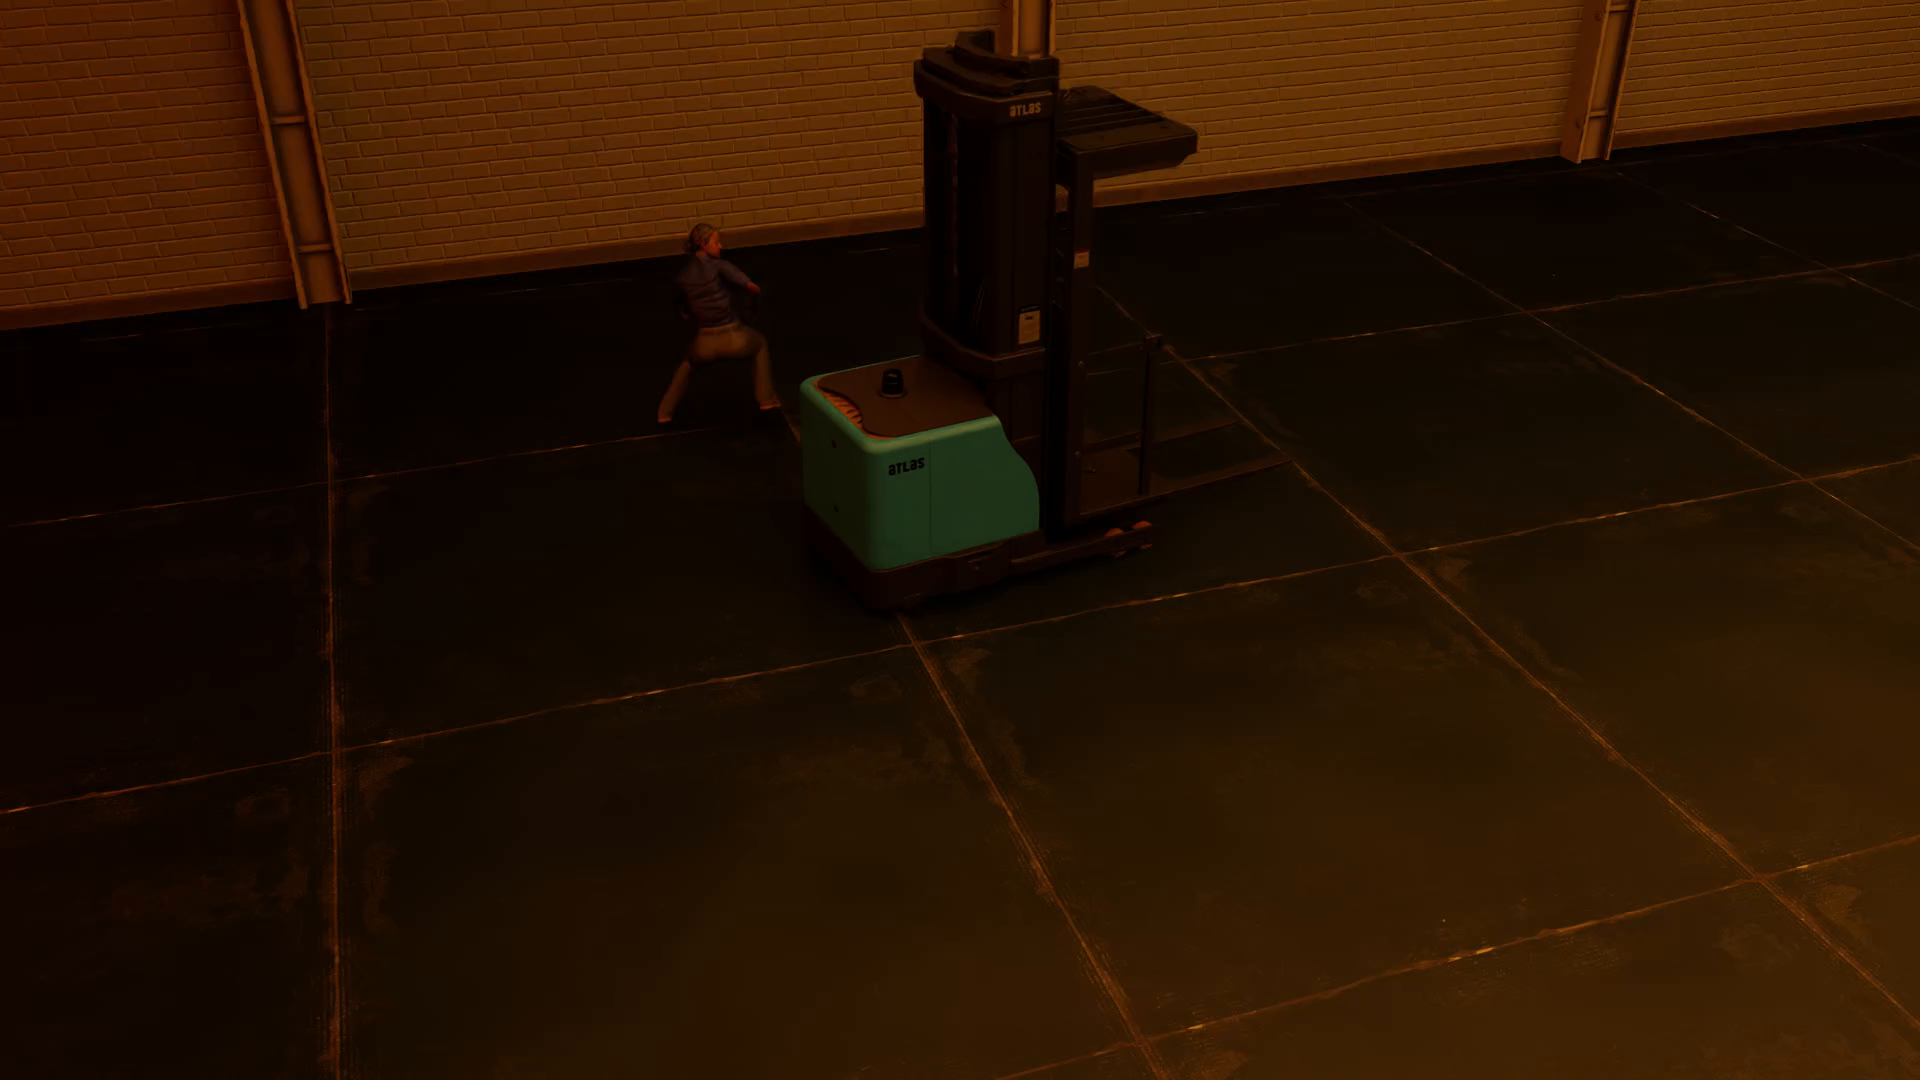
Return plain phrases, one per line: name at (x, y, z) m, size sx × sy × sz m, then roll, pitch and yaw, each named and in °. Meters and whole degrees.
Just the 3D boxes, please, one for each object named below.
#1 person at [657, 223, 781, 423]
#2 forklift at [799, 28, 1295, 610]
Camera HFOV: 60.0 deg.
person at (-1.661, -1.414, 11.141) m, size 0.855 × 1.443 × 0.716 m, roll 4°, pitch 30°, yaw 7°
forklift at (0.617, -1.389, 9.501) m, size 3.031 × 2.935 × 1.130 m, roll -15°, pitch 33°, yaw -24°
